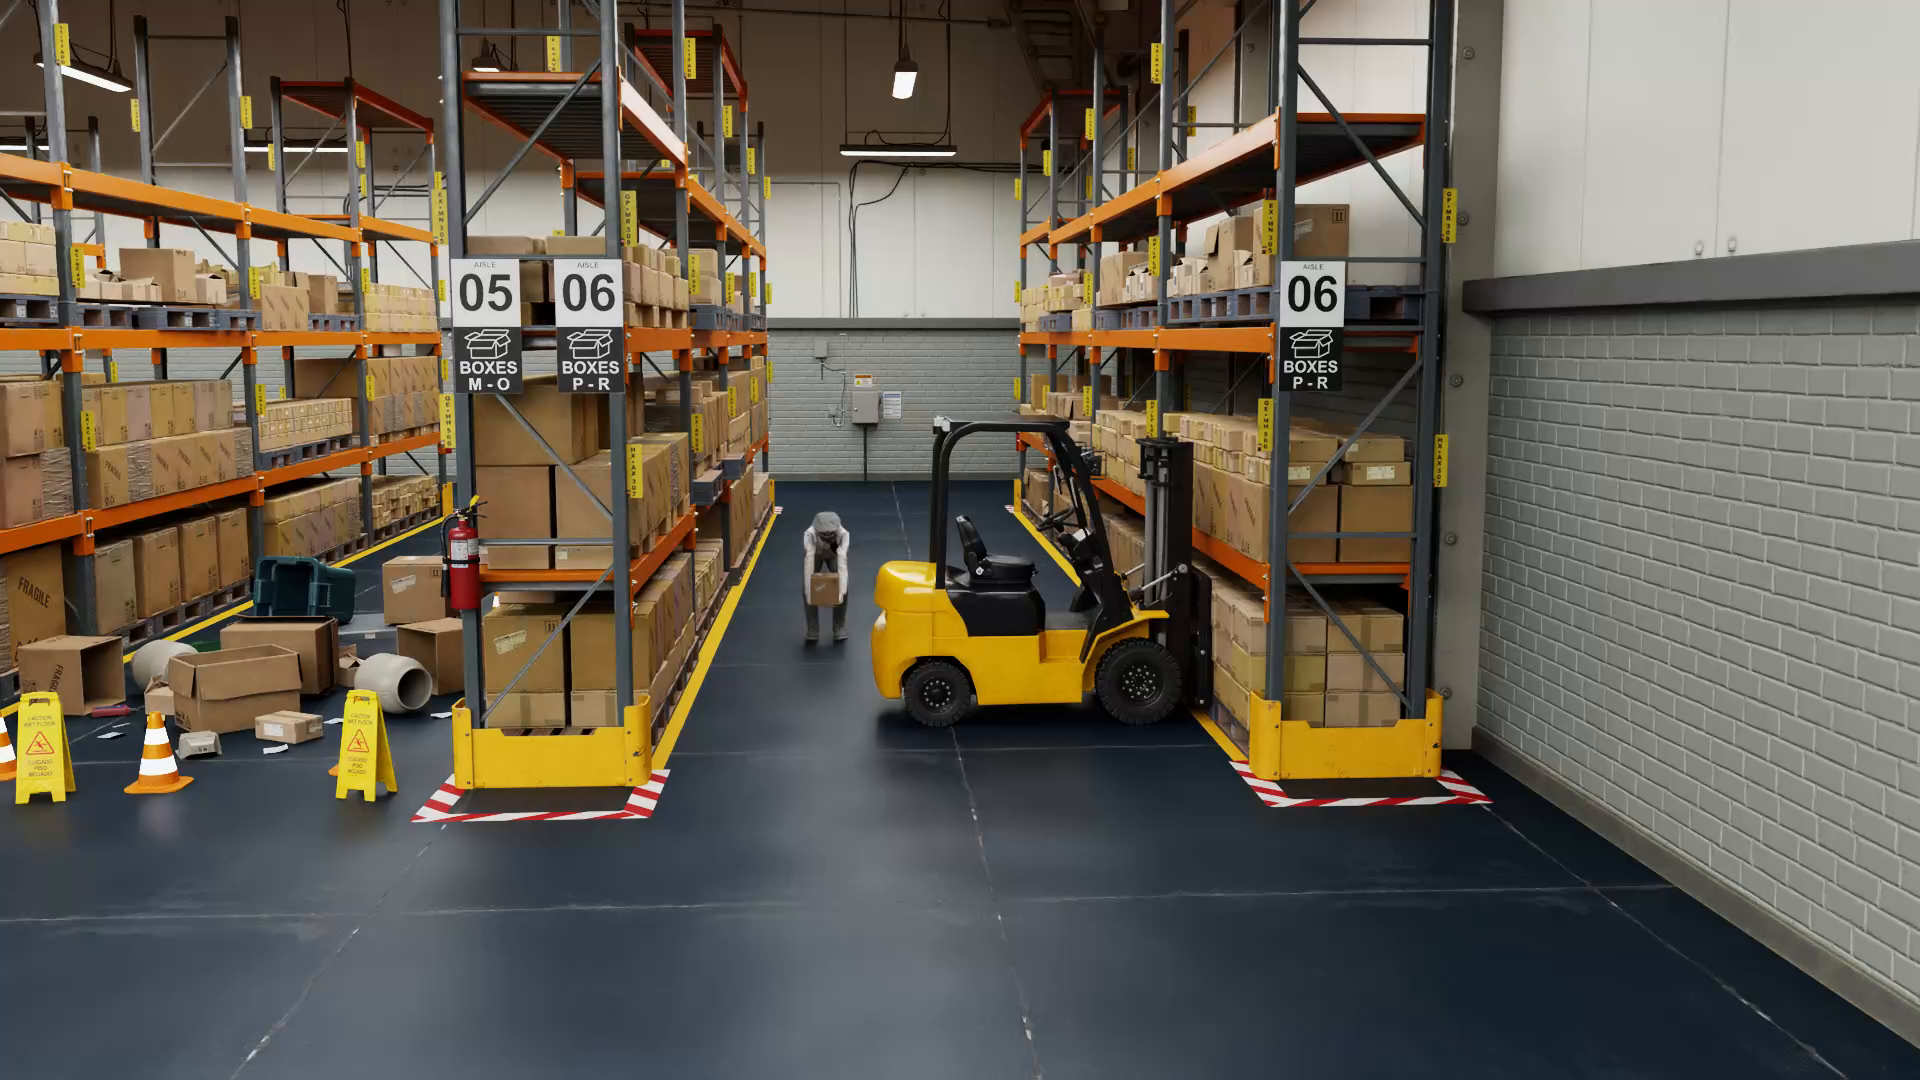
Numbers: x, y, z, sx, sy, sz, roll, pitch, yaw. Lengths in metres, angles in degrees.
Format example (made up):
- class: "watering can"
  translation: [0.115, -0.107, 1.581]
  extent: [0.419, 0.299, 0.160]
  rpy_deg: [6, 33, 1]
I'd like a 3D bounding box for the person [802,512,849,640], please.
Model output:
- class: "person"
  translation: [-1.208, 0.323, 14.974]
  extent: [0.428, 1.215, 0.903]
  rpy_deg: [-1, 7, -6]
